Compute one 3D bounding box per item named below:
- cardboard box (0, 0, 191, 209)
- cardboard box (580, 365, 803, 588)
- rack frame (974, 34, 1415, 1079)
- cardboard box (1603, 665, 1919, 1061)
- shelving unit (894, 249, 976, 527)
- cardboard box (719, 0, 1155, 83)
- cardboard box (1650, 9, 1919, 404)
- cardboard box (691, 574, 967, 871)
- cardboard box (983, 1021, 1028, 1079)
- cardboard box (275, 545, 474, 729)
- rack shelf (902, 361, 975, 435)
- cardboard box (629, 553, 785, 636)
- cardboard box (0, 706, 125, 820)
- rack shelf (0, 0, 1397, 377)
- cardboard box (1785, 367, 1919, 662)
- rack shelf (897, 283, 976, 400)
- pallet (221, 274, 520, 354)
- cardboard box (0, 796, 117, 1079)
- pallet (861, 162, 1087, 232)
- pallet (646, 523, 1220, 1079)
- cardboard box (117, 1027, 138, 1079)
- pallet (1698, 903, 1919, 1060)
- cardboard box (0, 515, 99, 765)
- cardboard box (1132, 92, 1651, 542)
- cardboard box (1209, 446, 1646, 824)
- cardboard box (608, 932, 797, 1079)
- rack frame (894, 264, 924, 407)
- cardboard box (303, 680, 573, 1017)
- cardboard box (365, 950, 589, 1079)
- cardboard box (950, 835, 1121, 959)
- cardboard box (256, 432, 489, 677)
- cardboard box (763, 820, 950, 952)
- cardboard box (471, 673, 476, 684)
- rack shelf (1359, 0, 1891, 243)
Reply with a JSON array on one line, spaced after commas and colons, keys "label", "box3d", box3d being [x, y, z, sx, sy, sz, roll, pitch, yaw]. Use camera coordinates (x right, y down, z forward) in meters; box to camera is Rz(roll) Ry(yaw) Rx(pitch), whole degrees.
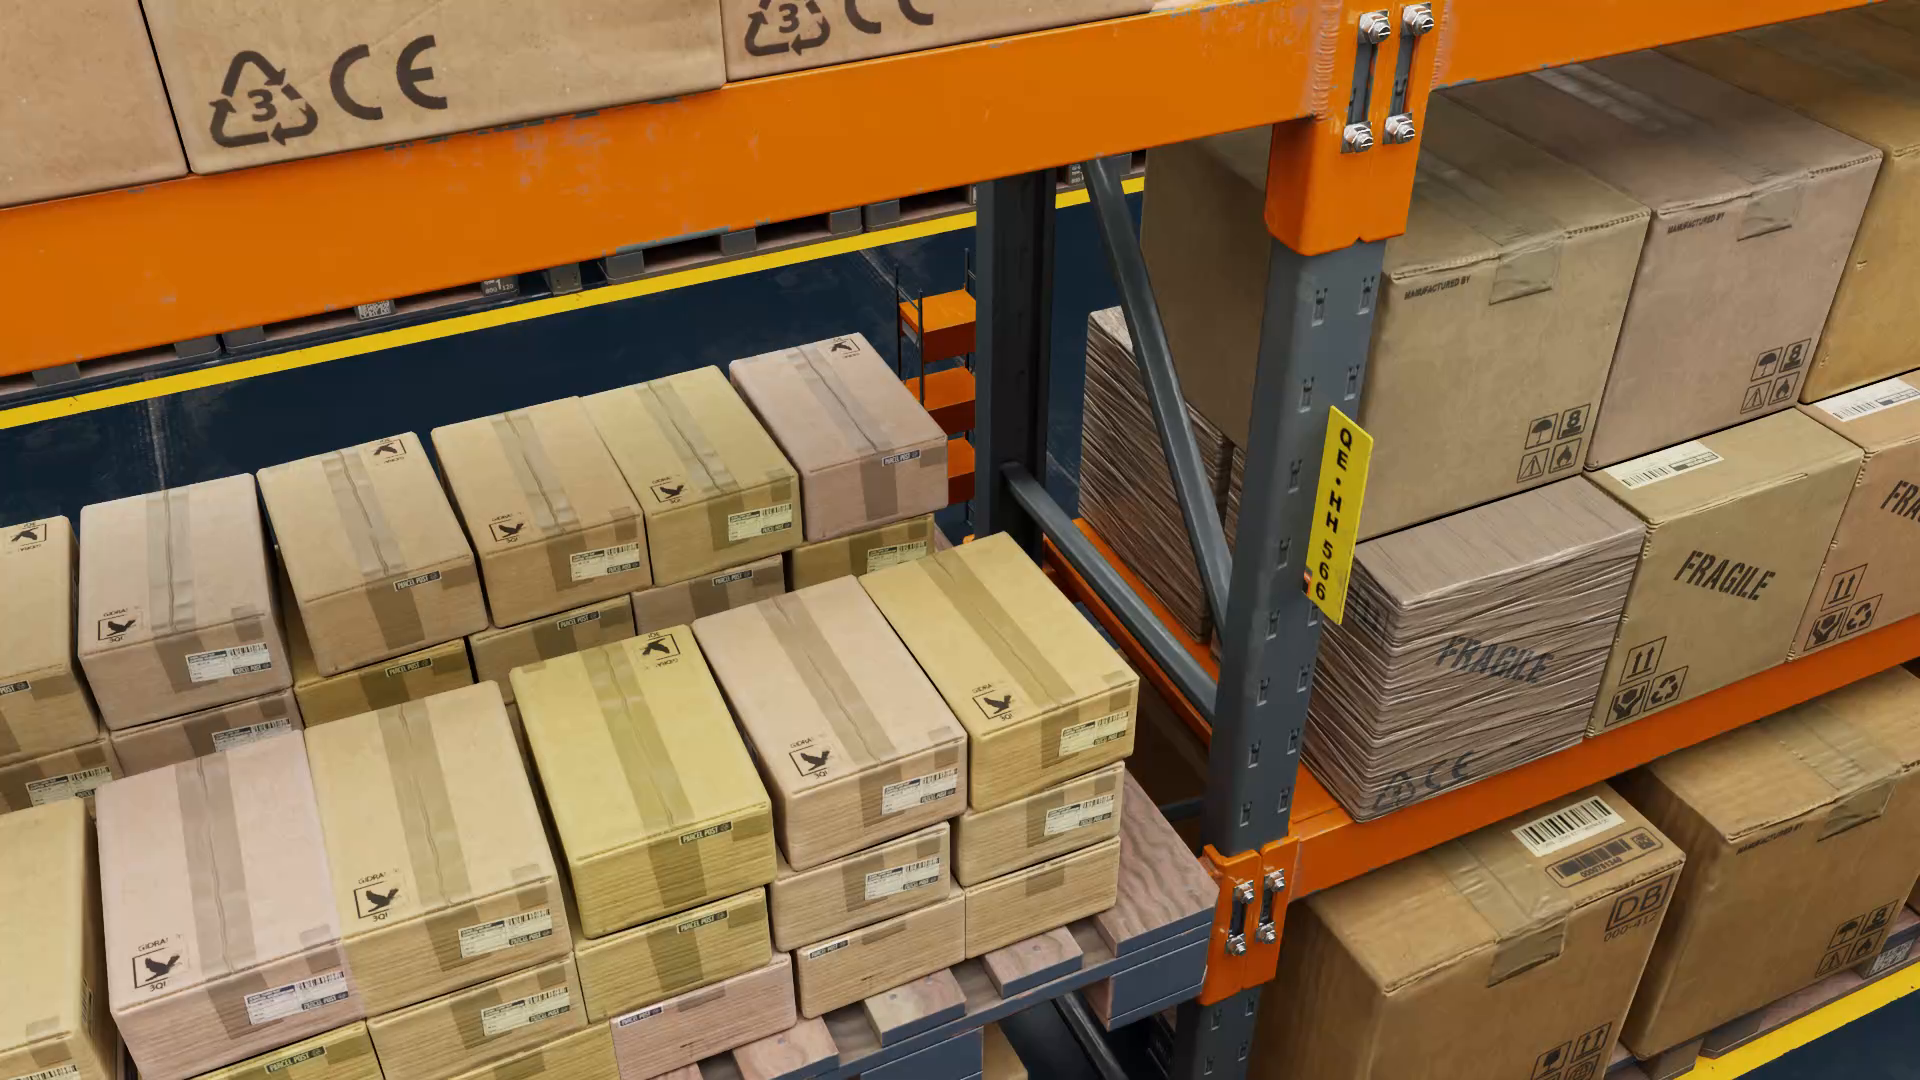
[{"label": "cardboard box", "box3d": [-1.016, -0.594, 1.431, 0.500, 0.500, 0.500, -16, 39, -20]}, {"label": "cardboard box", "box3d": [-0.449, -0.114, 2.744, 0.250, 0.149, 0.380, -17, 40, -21]}, {"label": "rack frame", "box3d": [0.294, 0.111, 3.082, 0.127, 3.000, 1.000, -16, 39, -20]}, {"label": "cardboard box", "box3d": [1.674, 0.517, 4.070, 0.750, 0.750, 1.050, -15, 39, -19]}, {"label": "shelving unit", "box3d": [-0.048, -0.408, 5.419, 0.252, 1.050, 0.215, -16, 39, -20]}, {"label": "cardboard box", "box3d": [-0.115, -0.852, 1.779, 0.500, 0.500, 0.500, -16, 39, -20]}, {"label": "cardboard box", "box3d": [1.626, -0.699, 3.251, 0.500, 0.500, 0.700, -16, 40, -21]}, {"label": "cardboard box", "box3d": [-0.183, 0.238, 2.270, 0.250, 0.149, 0.380, -16, 39, -20]}, {"label": "cardboard box", "box3d": [-0.213, 0.960, 3.054, 0.500, 0.250, 0.500, -17, 40, -21]}, {"label": "cardboard box", "box3d": [-0.942, 0.141, 2.650, 0.250, 0.149, 0.380, -15, 39, -20]}, {"label": "rack shelf", "box3d": [-0.048, -0.400, 5.425, 0.240, 0.259, 0.215, -16, 39, -20]}, {"label": "cardboard box", "box3d": [-0.473, 0.008, 2.830, 0.250, 0.149, 0.380, -14, 39, -18]}, {"label": "cardboard box", "box3d": [-1.394, 0.265, 2.484, 0.250, 0.149, 0.380, -16, 39, -20]}, {"label": "rack shelf", "box3d": [-1.516, -0.298, 1.720, 4.000, 0.370, 1.077, -16, 39, -20]}, {"label": "cardboard box", "box3d": [1.731, -0.155, 3.357, 0.500, 0.500, 0.500, -16, 39, -20]}, {"label": "rack shelf", "box3d": [-0.048, -0.628, 5.256, 0.240, 0.259, 0.215, -16, 39, -20]}, {"label": "pallet", "box3d": [-2.646, -1.254, 7.263, 1.213, 0.211, 1.003, -16, 39, -20]}, {"label": "cardboard box", "box3d": [-1.126, 0.502, 1.914, 0.250, 0.149, 0.380, -14, 39, -18]}, {"label": "pallet", "box3d": [-0.090, -1.916, 8.156, 1.213, 0.211, 1.003, -16, 39, -20]}, {"label": "pallet", "box3d": [-0.306, 0.426, 2.819, 1.003, 0.211, 1.213, -16, 39, -20]}, {"label": "cardboard box", "box3d": [-1.126, 0.622, 2.002, 0.250, 0.149, 0.380, -15, 39, -19]}, {"label": "pallet", "box3d": [2.143, 0.766, 4.540, 1.213, 0.211, 1.003, -16, 39, -20]}, {"label": "cardboard box", "box3d": [-1.395, 0.151, 2.388, 0.250, 0.149, 0.380, -14, 39, -19]}, {"label": "cardboard box", "box3d": [0.705, -0.439, 2.900, 0.500, 0.500, 0.700, -16, 39, -20]}, {"label": "cardboard box", "box3d": [0.815, 0.103, 3.009, 0.500, 0.500, 0.500, -15, 39, -19]}, {"label": "cardboard box", "box3d": [-0.415, 0.543, 2.358, 0.250, 0.149, 0.380, -15, 39, -19]}, {"label": "rack frame", "box3d": [-0.159, -0.377, 5.377, 0.008, 1.050, 0.200, -16, 39, -20]}, {"label": "cardboard box", "box3d": [-0.660, 0.374, 2.087, 0.250, 0.149, 0.380, -14, 39, -19]}, {"label": "cardboard box", "box3d": [-0.664, 0.494, 2.175, 0.250, 0.149, 0.380, -16, 39, -20]}, {"label": "cardboard box", "box3d": [0.043, 0.416, 2.529, 0.250, 0.149, 0.380, -15, 39, -19]}, {"label": "cardboard box", "box3d": [-0.912, 0.013, 2.574, 0.250, 0.149, 0.380, -17, 40, -22]}, {"label": "cardboard box", "box3d": [-0.200, 0.363, 2.351, 0.250, 0.149, 0.380, -14, 39, -18]}, {"label": "cardboard box", "box3d": [-0.927, 0.253, 2.749, 0.250, 0.149, 0.380, -14, 39, -18]}, {"label": "rack shelf", "box3d": [2.105, -1.311, 3.085, 4.000, 0.370, 1.077, -16, 39, -20]}]
